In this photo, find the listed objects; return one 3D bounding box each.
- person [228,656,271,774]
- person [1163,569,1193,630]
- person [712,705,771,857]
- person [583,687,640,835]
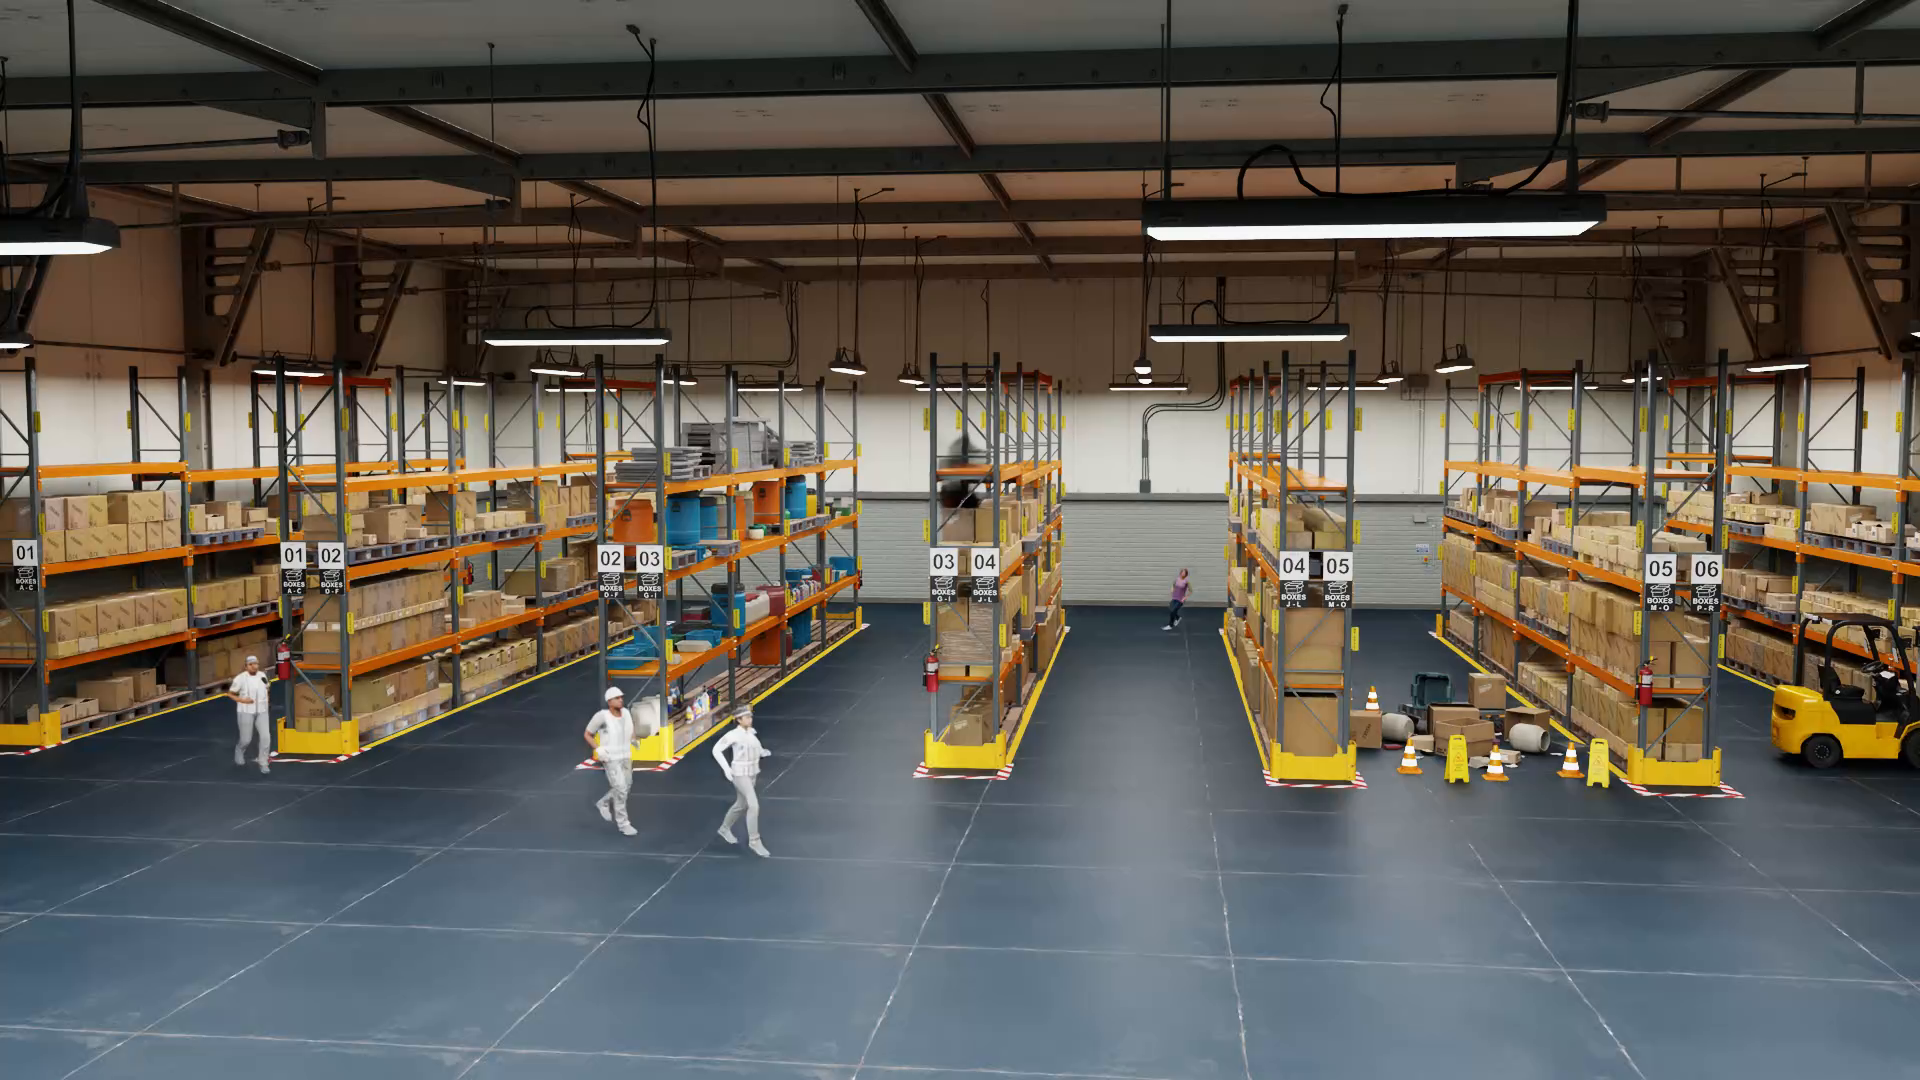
[{"bbox_3d":[-10.184,2.504,23.902,0.608,1.692,0.762,-4,5,-41],"label":"person"},{"bbox_3d":[5.319,1.421,40.081,0.716,1.497,0.631,2,5,26],"label":"person"},{"bbox_3d":[-2.520,2.778,19.374,0.791,1.741,0.587,2,5,27],"label":"person"},{"bbox_3d":[-4.243,2.681,20.340,0.797,1.772,0.687,3,5,35],"label":"person"}]
